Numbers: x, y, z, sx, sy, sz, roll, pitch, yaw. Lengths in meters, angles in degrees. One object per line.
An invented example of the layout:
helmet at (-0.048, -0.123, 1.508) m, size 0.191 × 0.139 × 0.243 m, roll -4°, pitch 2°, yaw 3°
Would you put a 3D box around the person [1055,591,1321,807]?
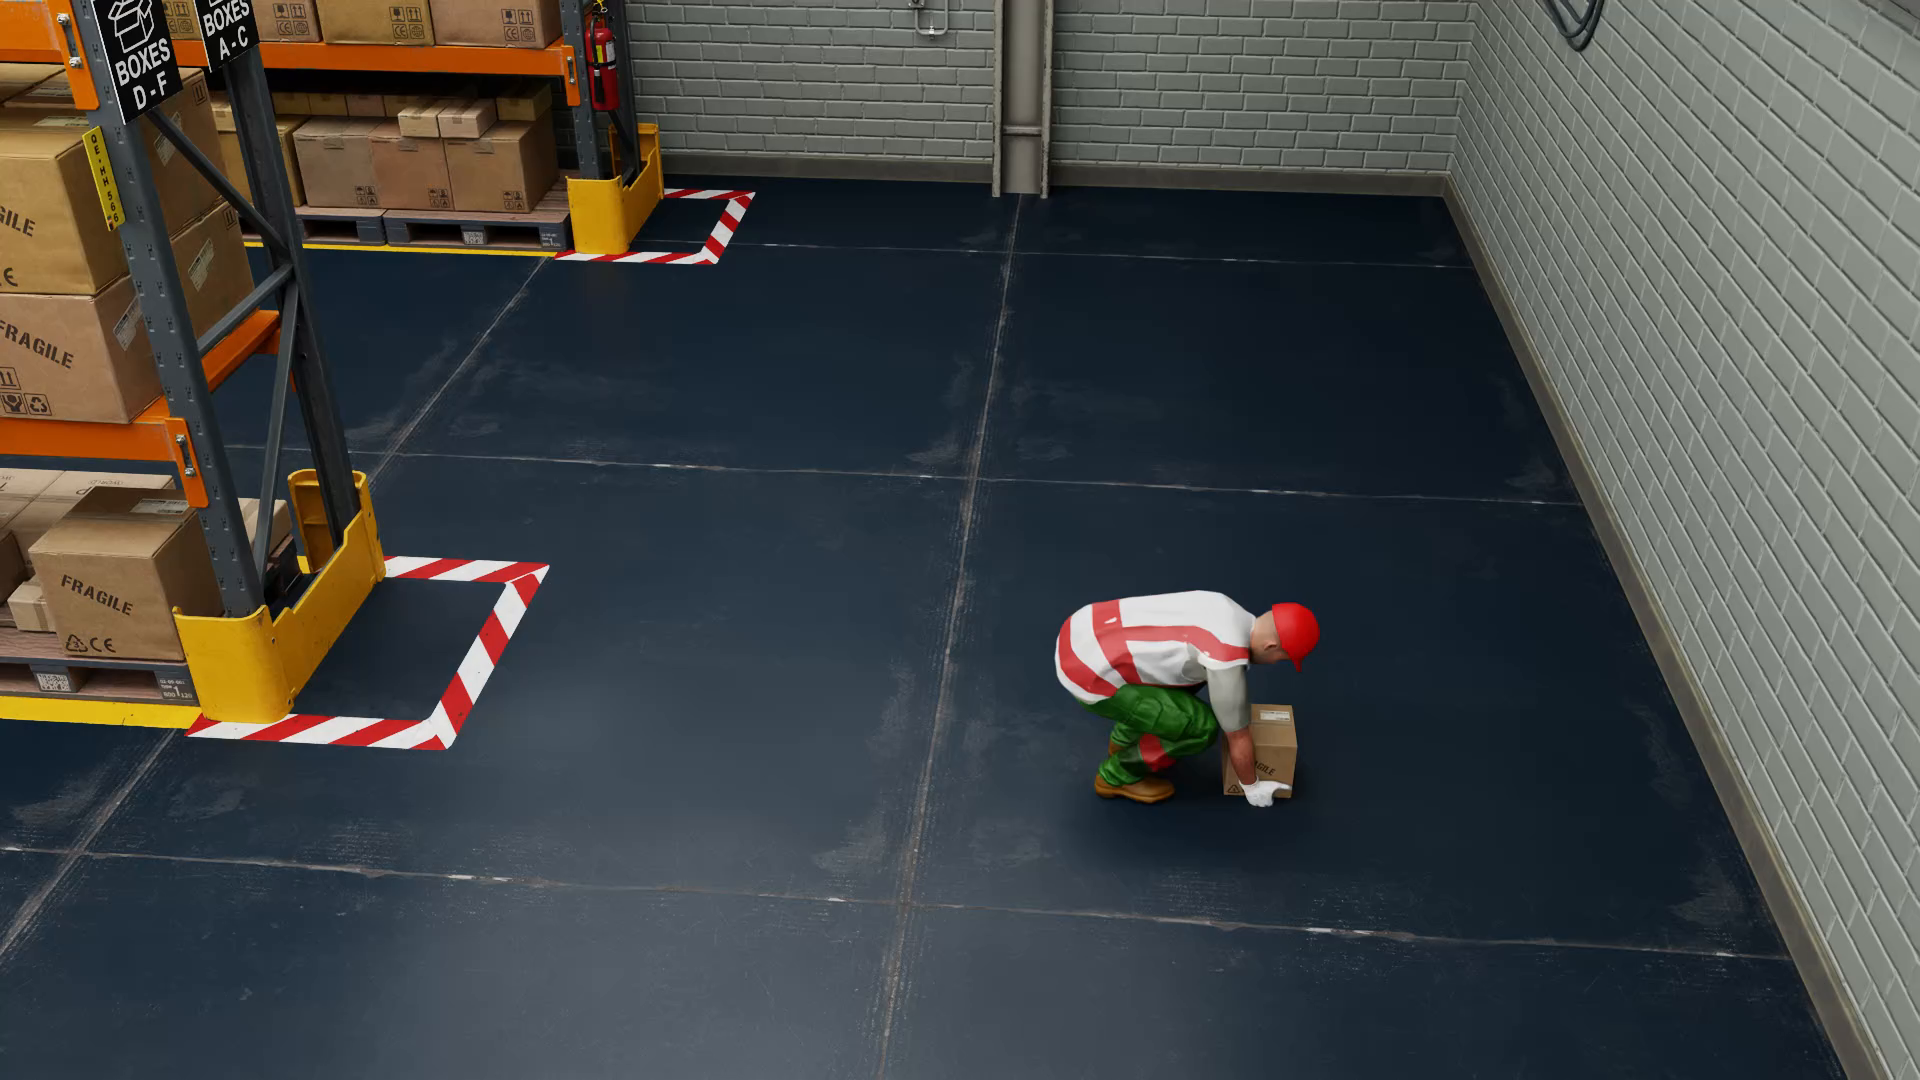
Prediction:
person at (0.827, 0.572, 6.176) m, size 0.958 × 0.799 × 0.525 m, roll 2°, pitch 32°, yaw 3°
